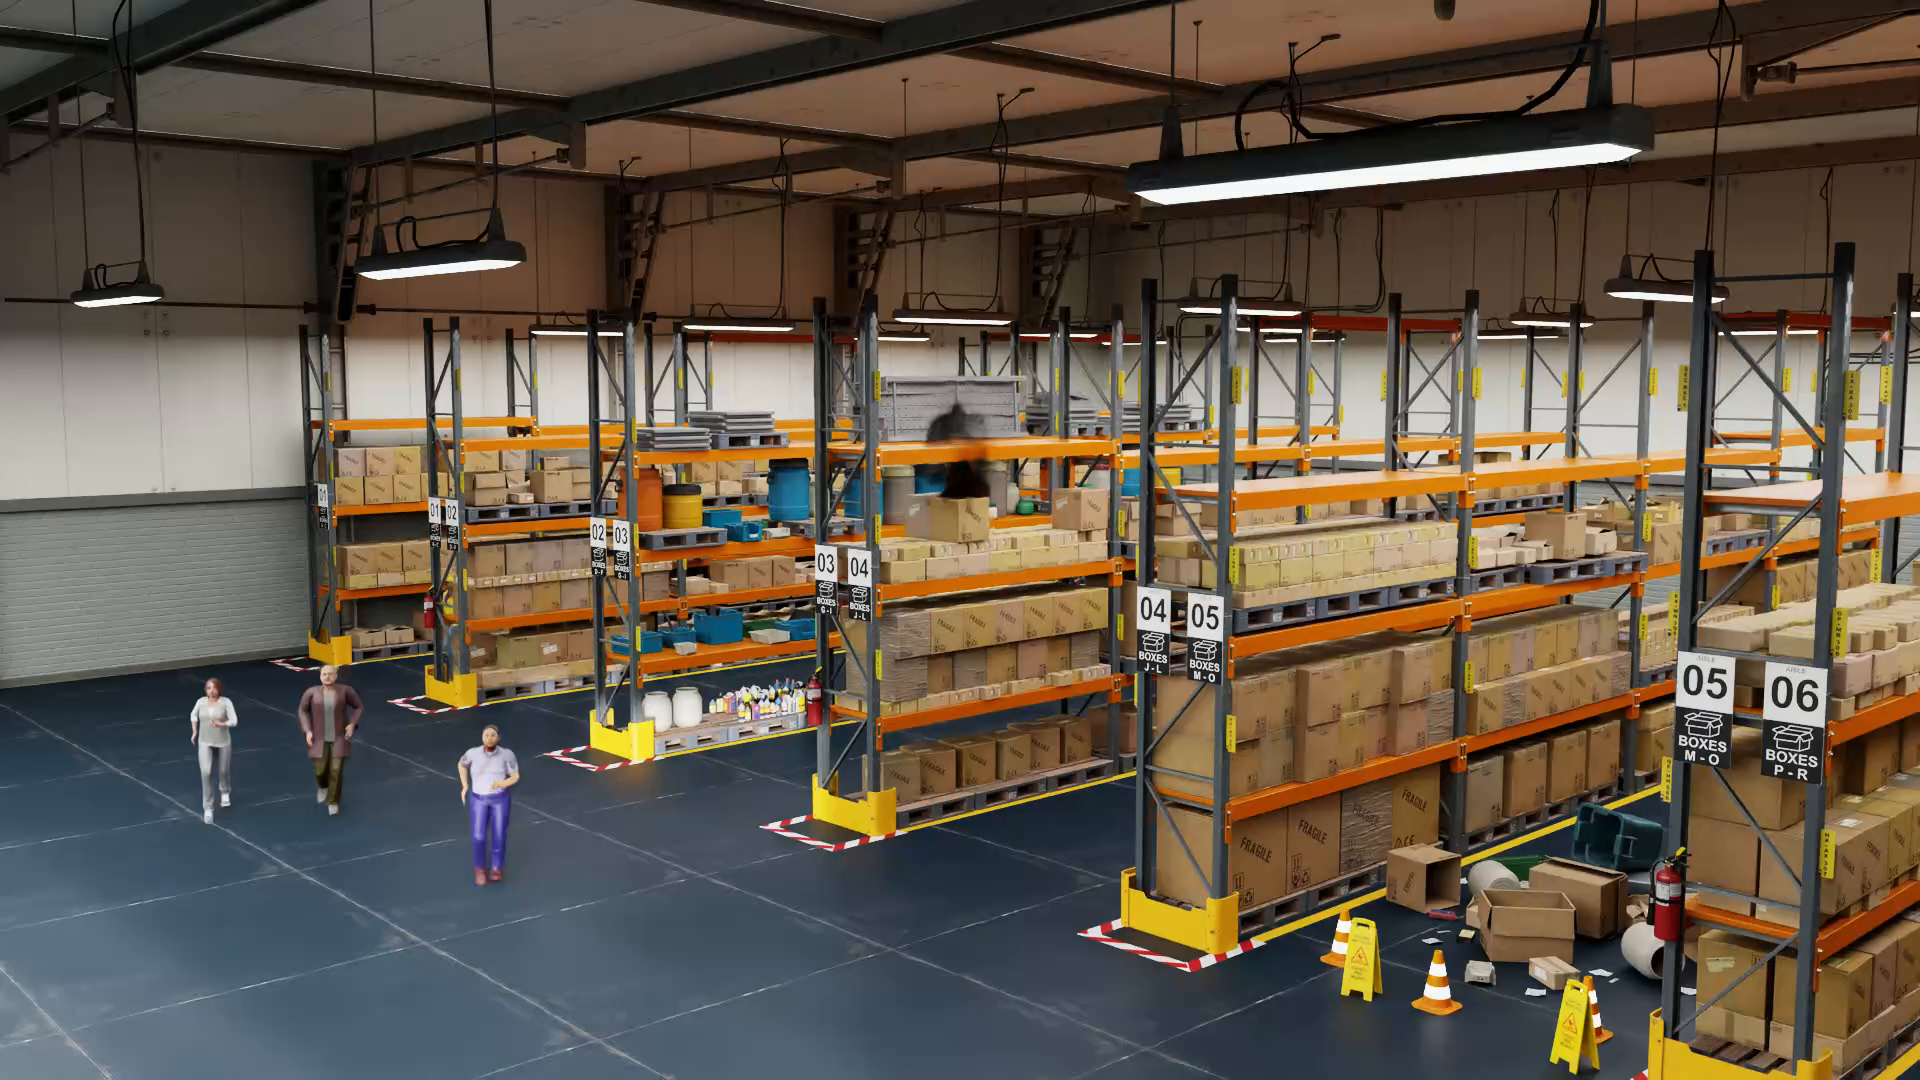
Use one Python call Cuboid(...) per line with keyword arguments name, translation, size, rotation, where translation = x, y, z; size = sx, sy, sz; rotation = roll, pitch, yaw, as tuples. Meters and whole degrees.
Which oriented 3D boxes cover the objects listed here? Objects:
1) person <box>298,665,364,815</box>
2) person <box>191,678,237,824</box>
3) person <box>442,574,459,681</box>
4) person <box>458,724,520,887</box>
Cuboid(name="person", translation=(-7.398, 2.328, 19.596), size=(0.731, 1.748, 0.635), rotation=(-2, 6, -18))
Cuboid(name="person", translation=(-8.668, 2.455, 19.350), size=(0.516, 1.532, 0.759), rotation=(-2, 6, -19))
Cuboid(name="person", translation=(-8.561, 1.458, 28.043), size=(0.700, 1.788, 0.737), rotation=(6, 8, 44))
Cuboid(name="person", translation=(-4.733, 2.674, 16.736), size=(0.596, 1.633, 0.637), rotation=(-2, 6, -16))
